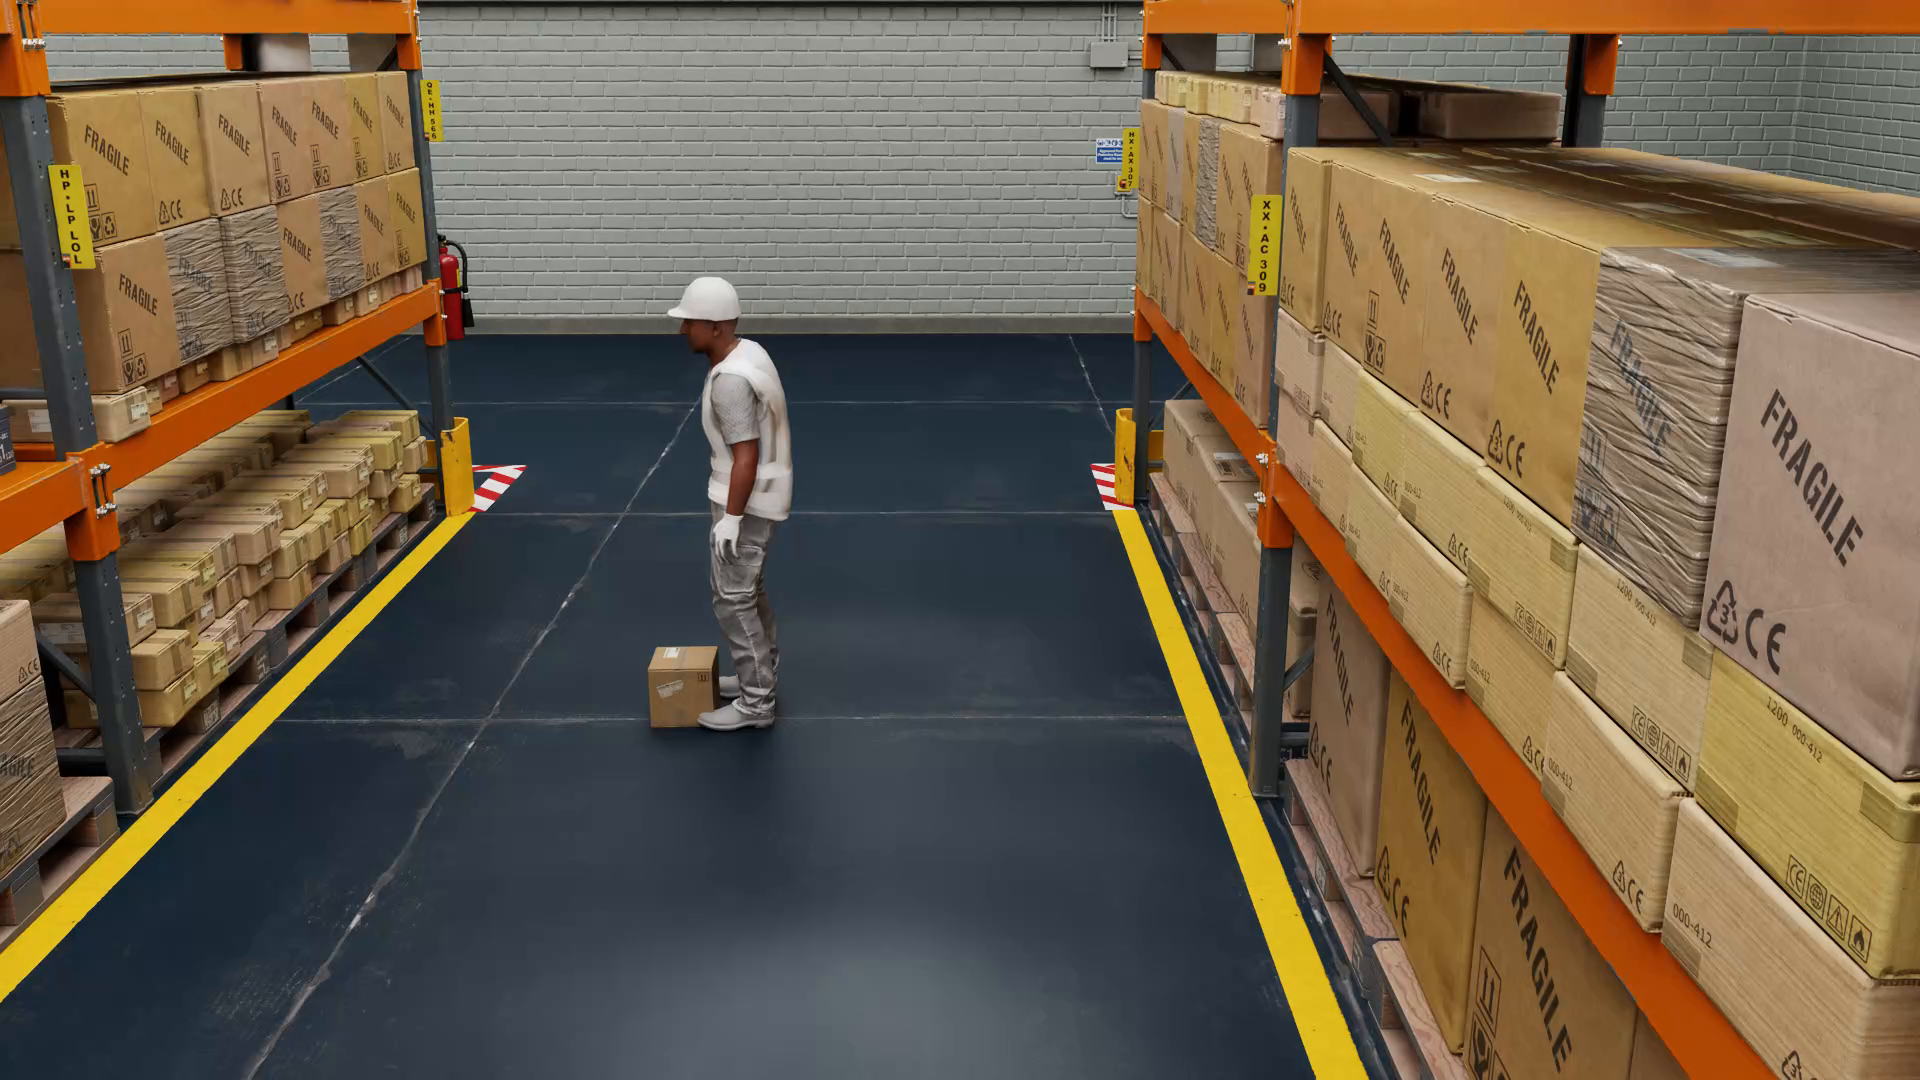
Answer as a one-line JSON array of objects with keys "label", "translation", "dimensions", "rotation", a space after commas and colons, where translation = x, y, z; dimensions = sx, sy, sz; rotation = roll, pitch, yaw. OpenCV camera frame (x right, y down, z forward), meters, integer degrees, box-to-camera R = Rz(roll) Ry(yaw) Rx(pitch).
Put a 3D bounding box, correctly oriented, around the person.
[{"label": "person", "translation": [-0.873, -0.138, 6.478], "dimensions": [0.447, 1.775, 0.628], "rotation": [-1, 17, -4]}]
